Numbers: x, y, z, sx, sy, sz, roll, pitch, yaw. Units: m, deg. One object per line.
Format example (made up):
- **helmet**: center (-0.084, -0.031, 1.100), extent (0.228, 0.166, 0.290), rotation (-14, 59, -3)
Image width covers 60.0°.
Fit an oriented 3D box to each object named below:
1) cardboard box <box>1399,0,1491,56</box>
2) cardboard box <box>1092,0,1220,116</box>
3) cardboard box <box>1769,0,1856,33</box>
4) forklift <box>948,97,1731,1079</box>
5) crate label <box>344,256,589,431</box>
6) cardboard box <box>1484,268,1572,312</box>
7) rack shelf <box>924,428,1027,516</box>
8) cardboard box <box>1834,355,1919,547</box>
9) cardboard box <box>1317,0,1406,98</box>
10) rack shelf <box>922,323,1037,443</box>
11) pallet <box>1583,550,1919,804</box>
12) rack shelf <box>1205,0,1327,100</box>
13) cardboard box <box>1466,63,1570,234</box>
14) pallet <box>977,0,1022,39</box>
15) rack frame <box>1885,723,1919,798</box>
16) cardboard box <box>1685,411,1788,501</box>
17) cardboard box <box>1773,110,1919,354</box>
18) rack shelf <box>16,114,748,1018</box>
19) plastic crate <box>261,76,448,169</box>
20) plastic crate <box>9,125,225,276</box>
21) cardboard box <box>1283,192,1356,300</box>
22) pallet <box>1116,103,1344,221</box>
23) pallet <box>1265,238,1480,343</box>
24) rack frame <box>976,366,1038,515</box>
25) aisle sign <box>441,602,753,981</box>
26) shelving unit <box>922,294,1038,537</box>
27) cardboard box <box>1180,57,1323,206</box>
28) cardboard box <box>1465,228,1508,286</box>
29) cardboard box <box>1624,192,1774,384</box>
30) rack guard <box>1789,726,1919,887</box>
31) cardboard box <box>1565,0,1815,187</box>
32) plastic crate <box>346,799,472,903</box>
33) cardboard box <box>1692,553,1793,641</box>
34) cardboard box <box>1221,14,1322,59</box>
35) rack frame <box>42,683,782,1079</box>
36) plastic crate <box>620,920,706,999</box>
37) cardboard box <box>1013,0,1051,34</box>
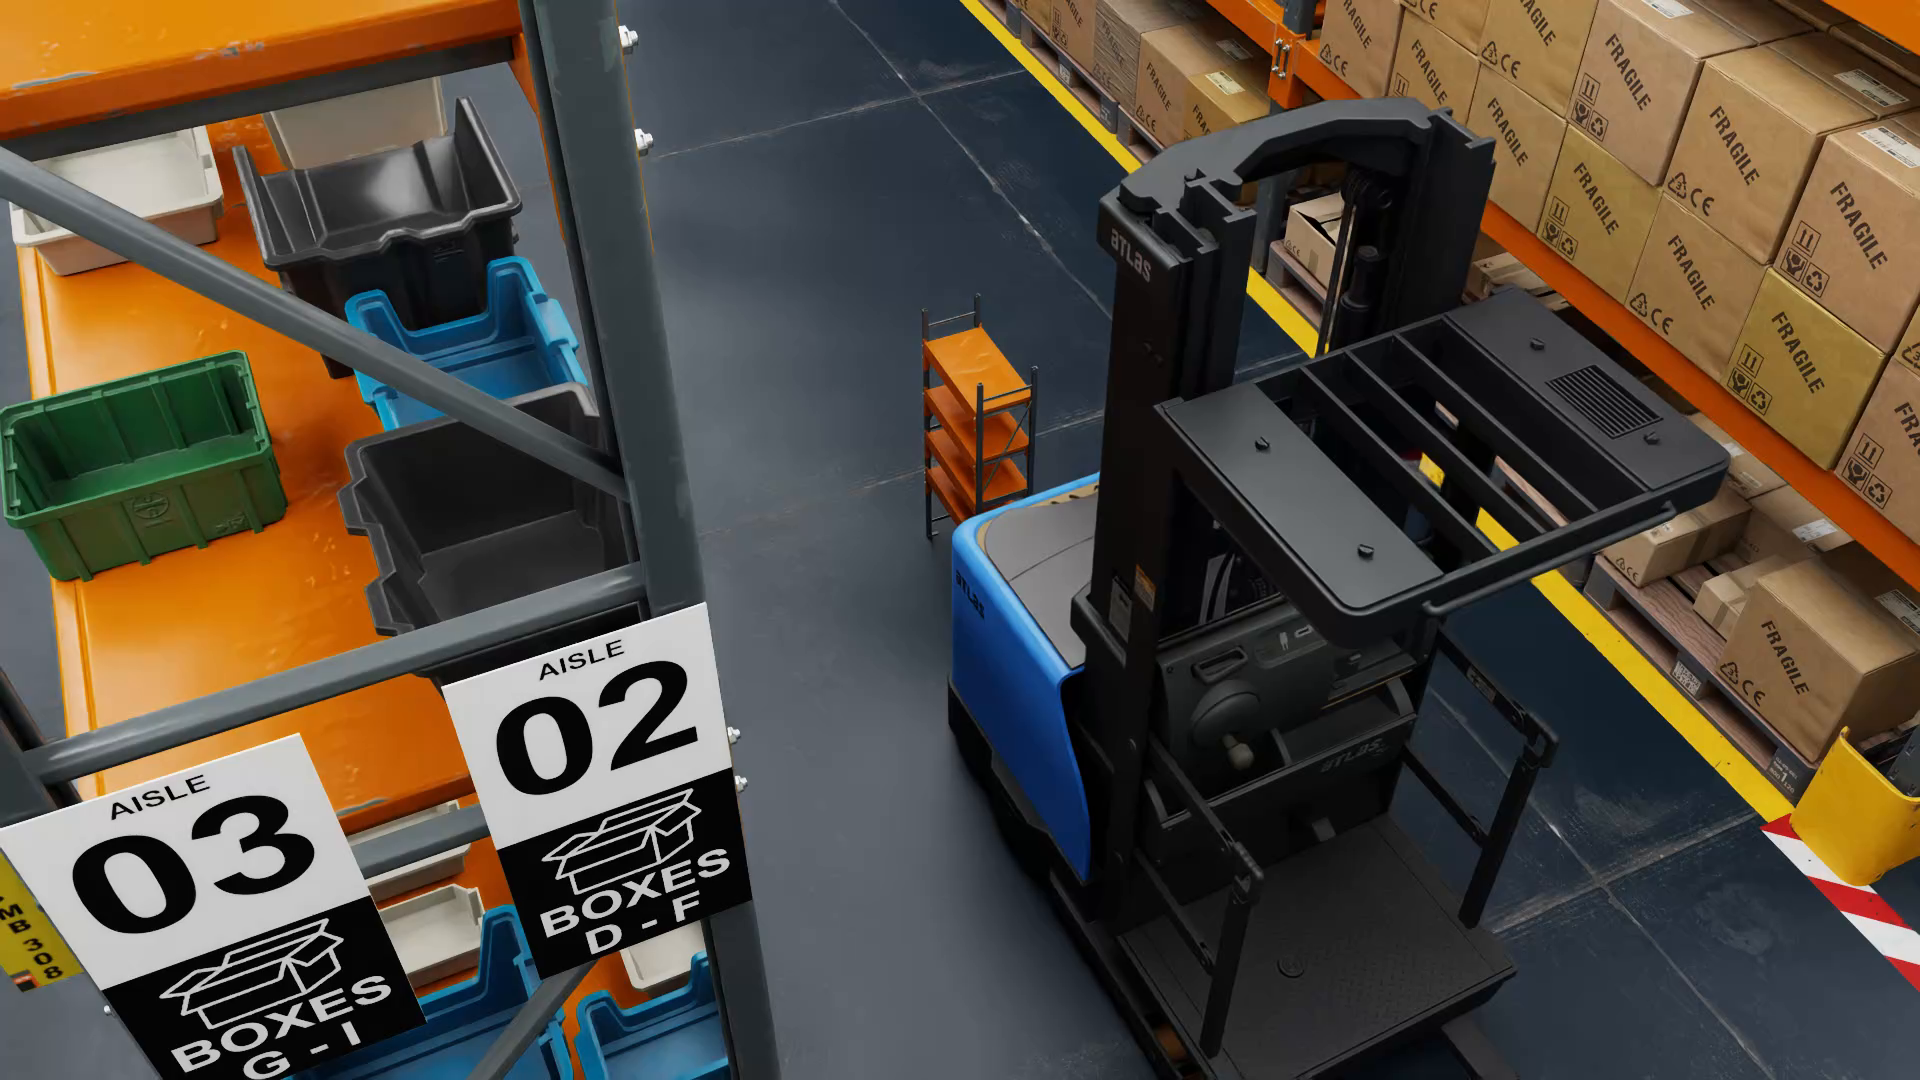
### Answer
- **cardboard box**: center (2.117, -2.290, 6.521), extent (0.500, 0.500, 0.500), rotation (-19, 48, -19)
- **cardboard box**: center (1.079, -2.744, 9.231), extent (0.500, 0.500, 0.500), rotation (-17, 47, -17)
- **cardboard box**: center (3.045, -1.788, 6.012), extent (0.500, 0.500, 0.500), rotation (-18, 48, -18)
- **forklift**: center (1.073, 0.435, 4.591), extent (1.130, 2.935, 3.031), rotation (-20, 48, -19)
- **crate label**: center (-0.952, -0.299, 3.256), extent (0.408, 0.251, 0.502), rotation (-18, 47, -17)
- **cardboard box**: center (2.769, -1.052, 7.651), extent (0.500, 0.311, 0.500), rotation (-18, 47, -17)
- **rack shelf**: center (0.070, -0.274, 6.638), extent (0.258, 0.148, 0.480), rotation (-18, 47, -17)
- **cardboard box**: center (3.204, -0.302, 5.218), extent (0.500, 0.500, 0.500), rotation (-17, 47, -16)
- **cardboard box**: center (1.924, -2.241, 7.183), extent (0.500, 0.500, 0.500), rotation (-17, 47, -16)
- **rack shelf**: center (0.070, -0.601, 6.315), extent (0.258, 0.148, 0.480), rotation (-18, 47, -17)
- **pallet**: center (3.271, 0.375, 6.588), extent (1.003, 0.211, 1.213), rotation (-18, 47, -17)
- **rack shelf**: center (1.116, -3.629, 9.173), extent (1.077, 0.370, 4.000), rotation (-18, 47, -17)
- **cardboard box**: center (2.351, -1.596, 6.529), extent (0.500, 0.500, 0.500), rotation (-18, 47, -18)
- **pallet**: center (0.555, -3.680, 10.698), extent (1.003, 0.211, 1.213), rotation (-18, 47, -17)
- **rack frame**: center (3.639, -0.061, 5.045), extent (1.000, 3.000, 0.127), rotation (-18, 47, -17)
- **cardboard box**: center (3.247, -0.307, 6.938), extent (0.500, 0.250, 0.500), rotation (-18, 47, -17)
- **cardboard box**: center (2.989, -0.977, 5.190), extent (0.500, 0.500, 0.500), rotation (-17, 47, -16)
- **rack shelf**: center (-1.698, -0.687, 4.056), extent (1.077, 0.370, 4.000), rotation (-18, 47, -17)
- **plastic crate**: center (-1.509, -1.130, 4.077), extent (0.437, 0.282, 0.530), rotation (-18, 47, -17)
- **plastic crate**: center (-1.951, -0.818, 3.864), extent (0.437, 0.136, 0.530), rotation (-18, 47, -17)
- **cardboard box**: center (1.937, -1.478, 8.083), extent (0.500, 0.311, 0.500), rotation (-18, 47, -17)
- **pallet**: center (1.581, -2.125, 9.122), extent (1.003, 0.211, 1.213), rotation (-18, 47, -17)
- **pallet**: center (2.245, -1.180, 8.164), extent (1.003, 0.211, 1.213), rotation (-18, 47, -17)
- **rack frame**: center (0.172, -0.166, 6.433), extent (0.240, 1.200, 0.015), rotation (-18, 47, -17)
- **aisle sign**: center (-0.557, 0.432, 2.694), extent (0.394, 0.787, 0.004), rotation (-18, 47, -17)
- **shelving unit**: center (0.070, -0.322, 6.591), extent (0.258, 1.200, 0.503), rotation (-18, 47, -17)
- **cardboard box**: center (1.490, -2.107, 8.585), extent (0.500, 0.500, 0.500), rotation (-18, 47, -18)
- **cardboard box**: center (2.454, -1.598, 8.069), extent (0.500, 0.500, 0.500), rotation (-18, 47, -17)
- **cardboard box**: center (2.778, -0.951, 5.876), extent (0.500, 0.500, 0.500), rotation (-18, 47, -17)
- **rack guard**: center (3.607, 0.780, 5.972), extent (1.175, 0.500, 0.348), rotation (-18, 47, -17)
- **cardboard box**: center (2.551, -1.633, 5.855), extent (0.500, 0.500, 0.500), rotation (-17, 47, -16)
- **plastic crate**: center (-1.473, 0.817, 4.301), extent (0.396, 0.136, 0.243), rotation (-18, 47, -17)
- **cardboard box**: center (3.098, 0.232, 6.452), extent (0.380, 0.166, 0.250), rotation (-18, 47, -17)
- **cardboard box**: center (1.740, -2.594, 9.078), extent (0.500, 0.500, 0.500), rotation (-17, 47, -17)
- **rack frame**: center (-0.857, 1.399, 3.565), extent (1.000, 3.000, 0.127), rotation (-18, 47, -17)
- **plastic crate**: center (-0.722, 0.988, 4.127), extent (0.250, 0.136, 0.298), rotation (-18, 47, -17)
- **cardboard box**: center (0.639, -3.399, 9.894), extent (0.500, 0.500, 0.500), rotation (-19, 48, -18)
